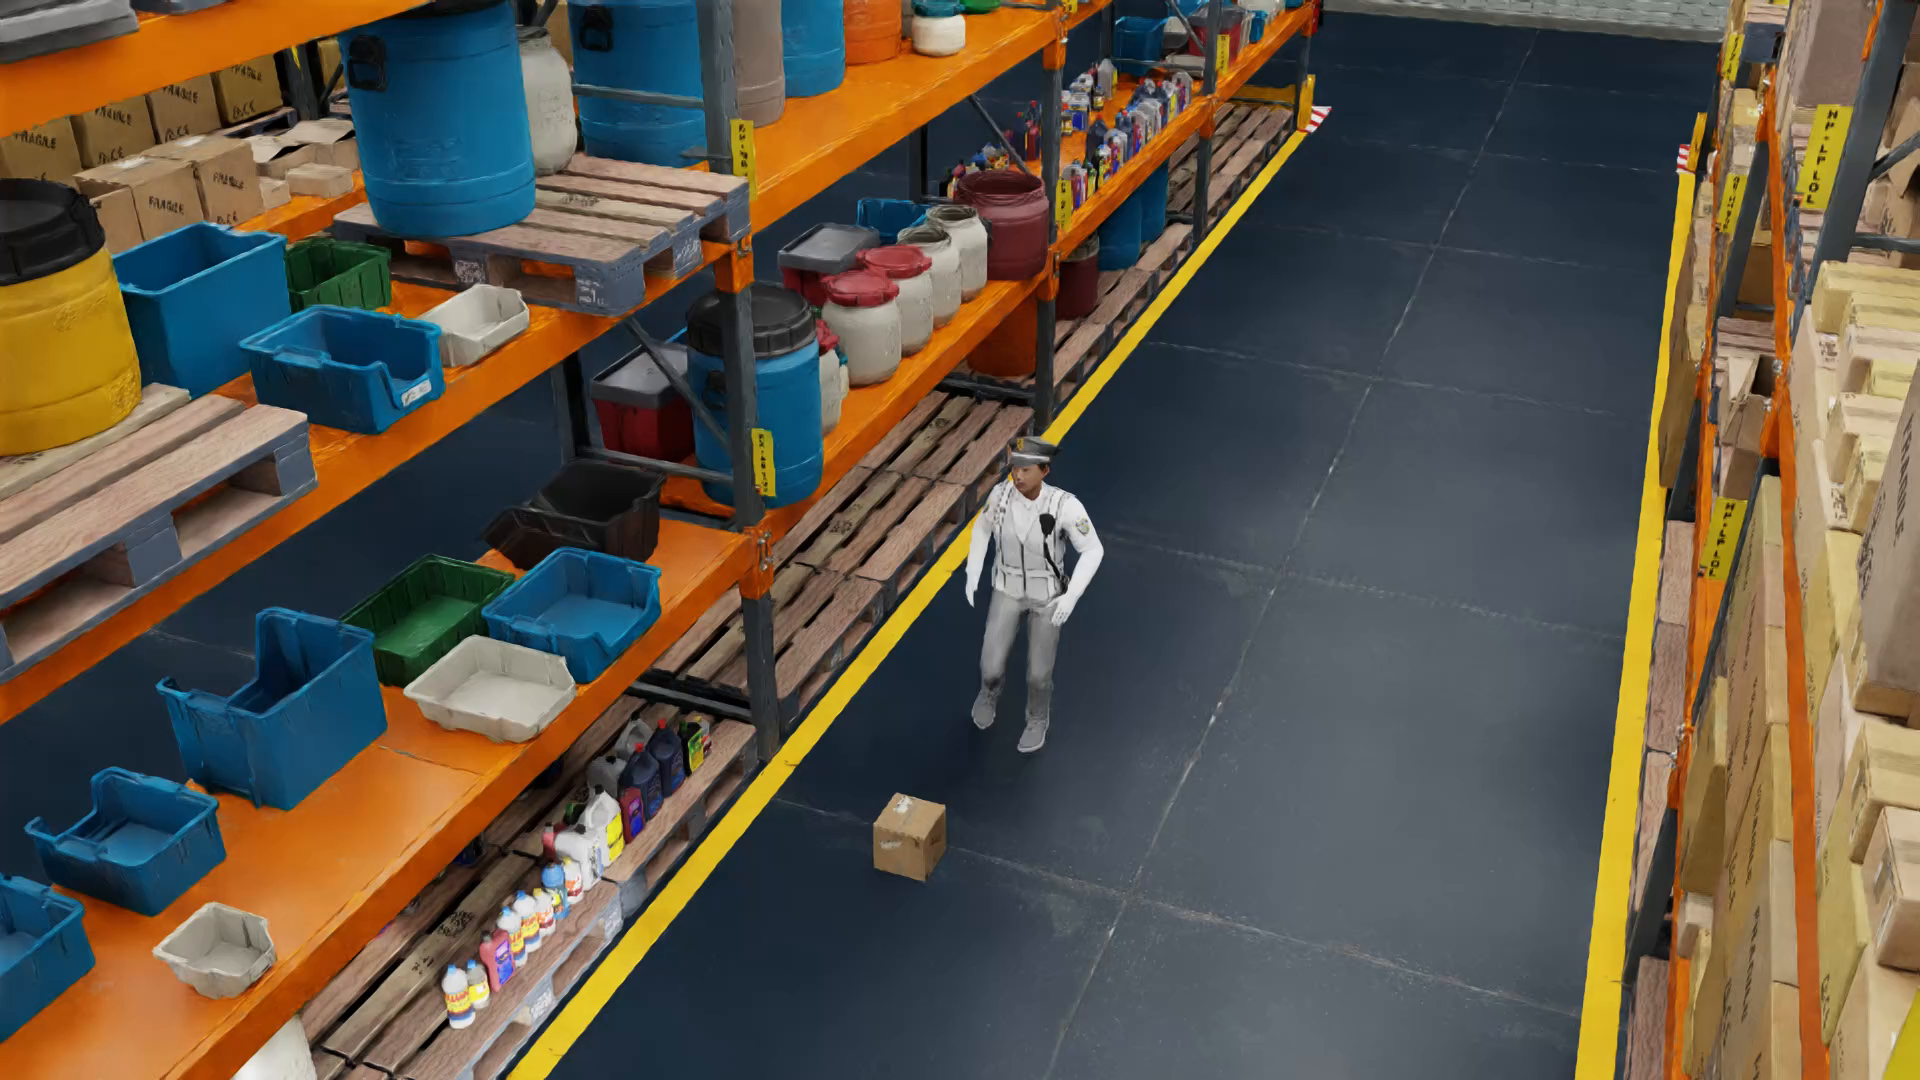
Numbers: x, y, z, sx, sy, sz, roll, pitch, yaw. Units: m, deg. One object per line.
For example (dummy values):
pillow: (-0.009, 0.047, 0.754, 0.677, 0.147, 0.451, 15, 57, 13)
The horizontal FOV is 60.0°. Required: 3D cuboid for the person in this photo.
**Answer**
person: (0.338, 0.275, 7.919, 0.657, 1.666, 0.471, 6, 30, 11)
